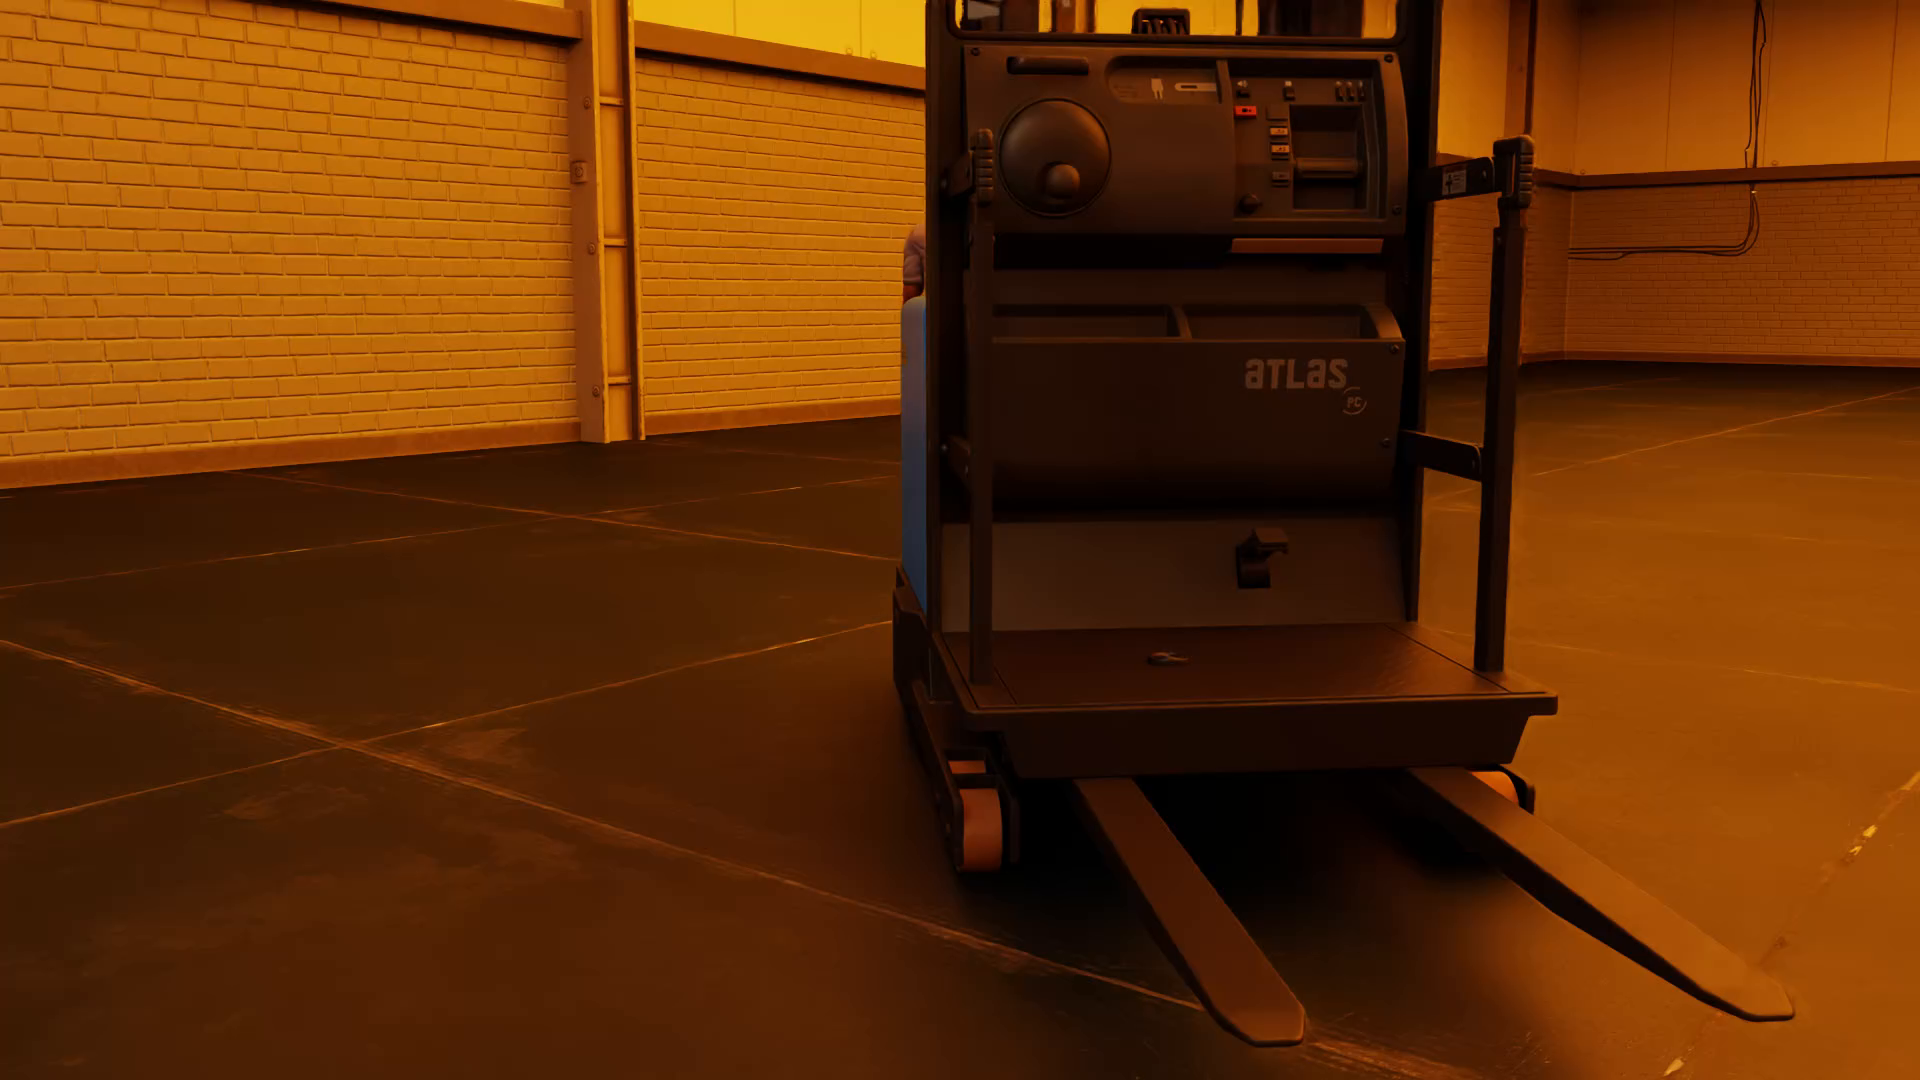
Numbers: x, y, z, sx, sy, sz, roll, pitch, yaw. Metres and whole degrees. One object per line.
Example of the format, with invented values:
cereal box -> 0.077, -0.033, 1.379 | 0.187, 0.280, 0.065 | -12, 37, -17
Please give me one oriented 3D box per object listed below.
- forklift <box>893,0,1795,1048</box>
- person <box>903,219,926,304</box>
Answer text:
forklift -> 0.499, -0.874, 3.258 | 1.130, 2.935, 3.031 | -1, 8, -6
person -> 0.074, -0.828, 7.339 | 0.598, 1.643, 0.503 | 7, 11, 38
